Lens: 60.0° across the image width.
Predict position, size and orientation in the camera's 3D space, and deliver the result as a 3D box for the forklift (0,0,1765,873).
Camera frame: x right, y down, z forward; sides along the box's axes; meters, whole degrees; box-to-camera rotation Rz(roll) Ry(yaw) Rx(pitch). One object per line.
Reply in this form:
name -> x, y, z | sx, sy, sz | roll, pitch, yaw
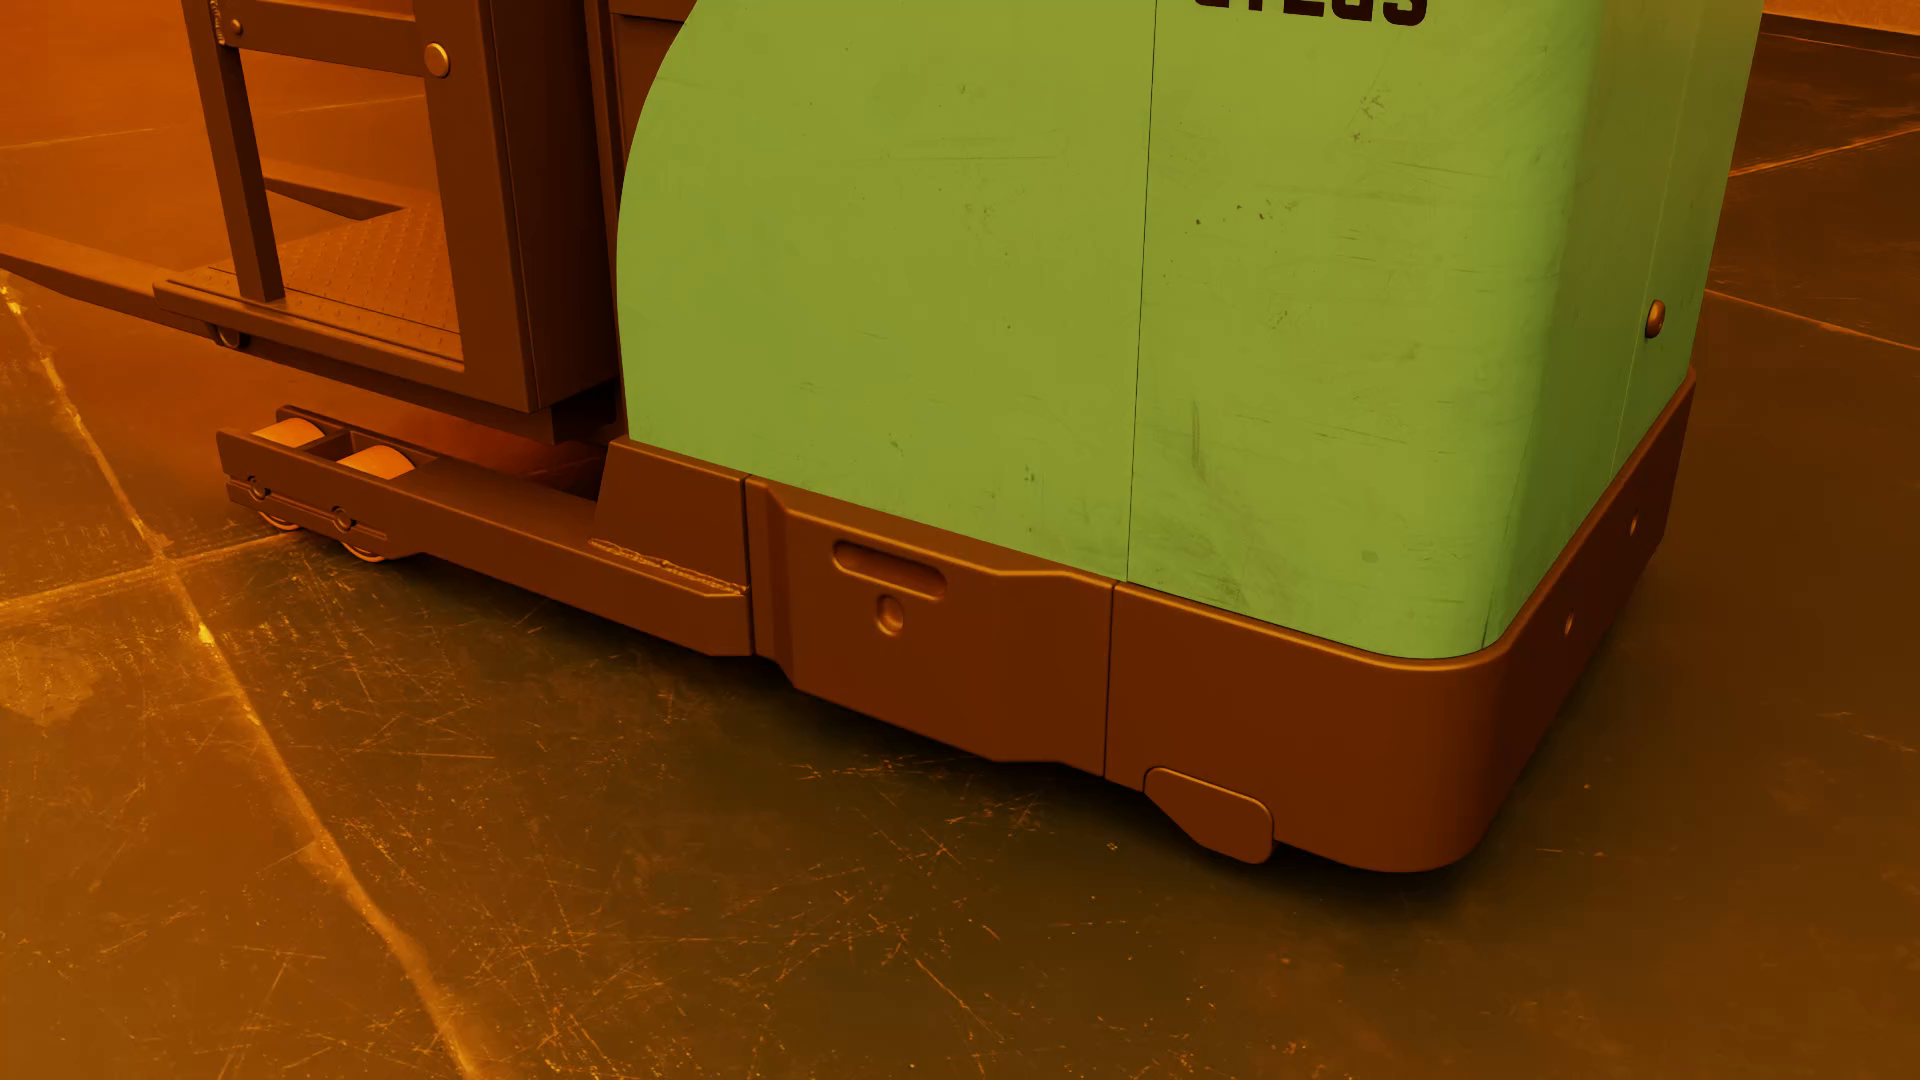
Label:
forklift -> -0.511, -1.459, 2.139 | 3.031, 2.935, 1.130 | 16, 31, 29
